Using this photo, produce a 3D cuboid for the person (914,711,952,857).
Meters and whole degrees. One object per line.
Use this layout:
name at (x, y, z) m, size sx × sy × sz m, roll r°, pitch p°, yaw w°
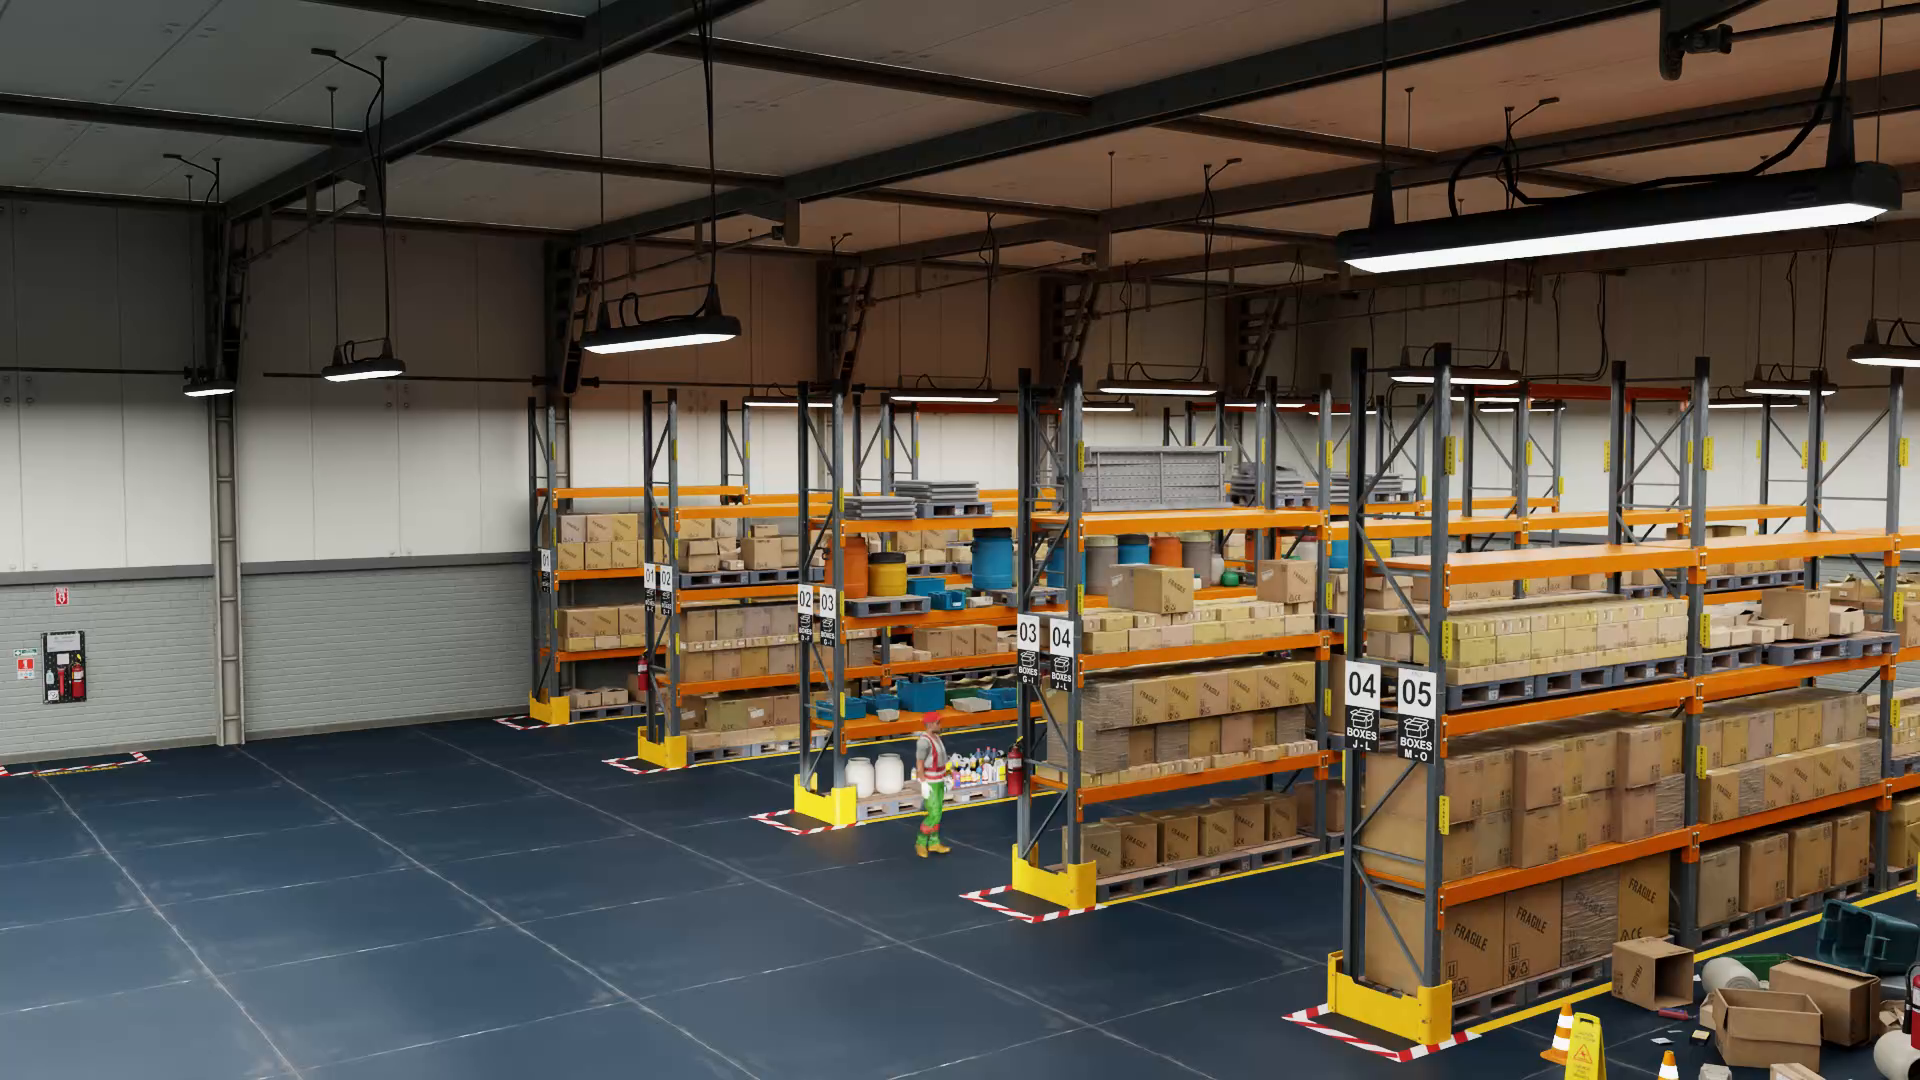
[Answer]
person at (-0.340, 3.034, 20.805) m, size 0.378 × 1.792 × 0.630 m, roll 1°, pitch 4°, yaw 23°
